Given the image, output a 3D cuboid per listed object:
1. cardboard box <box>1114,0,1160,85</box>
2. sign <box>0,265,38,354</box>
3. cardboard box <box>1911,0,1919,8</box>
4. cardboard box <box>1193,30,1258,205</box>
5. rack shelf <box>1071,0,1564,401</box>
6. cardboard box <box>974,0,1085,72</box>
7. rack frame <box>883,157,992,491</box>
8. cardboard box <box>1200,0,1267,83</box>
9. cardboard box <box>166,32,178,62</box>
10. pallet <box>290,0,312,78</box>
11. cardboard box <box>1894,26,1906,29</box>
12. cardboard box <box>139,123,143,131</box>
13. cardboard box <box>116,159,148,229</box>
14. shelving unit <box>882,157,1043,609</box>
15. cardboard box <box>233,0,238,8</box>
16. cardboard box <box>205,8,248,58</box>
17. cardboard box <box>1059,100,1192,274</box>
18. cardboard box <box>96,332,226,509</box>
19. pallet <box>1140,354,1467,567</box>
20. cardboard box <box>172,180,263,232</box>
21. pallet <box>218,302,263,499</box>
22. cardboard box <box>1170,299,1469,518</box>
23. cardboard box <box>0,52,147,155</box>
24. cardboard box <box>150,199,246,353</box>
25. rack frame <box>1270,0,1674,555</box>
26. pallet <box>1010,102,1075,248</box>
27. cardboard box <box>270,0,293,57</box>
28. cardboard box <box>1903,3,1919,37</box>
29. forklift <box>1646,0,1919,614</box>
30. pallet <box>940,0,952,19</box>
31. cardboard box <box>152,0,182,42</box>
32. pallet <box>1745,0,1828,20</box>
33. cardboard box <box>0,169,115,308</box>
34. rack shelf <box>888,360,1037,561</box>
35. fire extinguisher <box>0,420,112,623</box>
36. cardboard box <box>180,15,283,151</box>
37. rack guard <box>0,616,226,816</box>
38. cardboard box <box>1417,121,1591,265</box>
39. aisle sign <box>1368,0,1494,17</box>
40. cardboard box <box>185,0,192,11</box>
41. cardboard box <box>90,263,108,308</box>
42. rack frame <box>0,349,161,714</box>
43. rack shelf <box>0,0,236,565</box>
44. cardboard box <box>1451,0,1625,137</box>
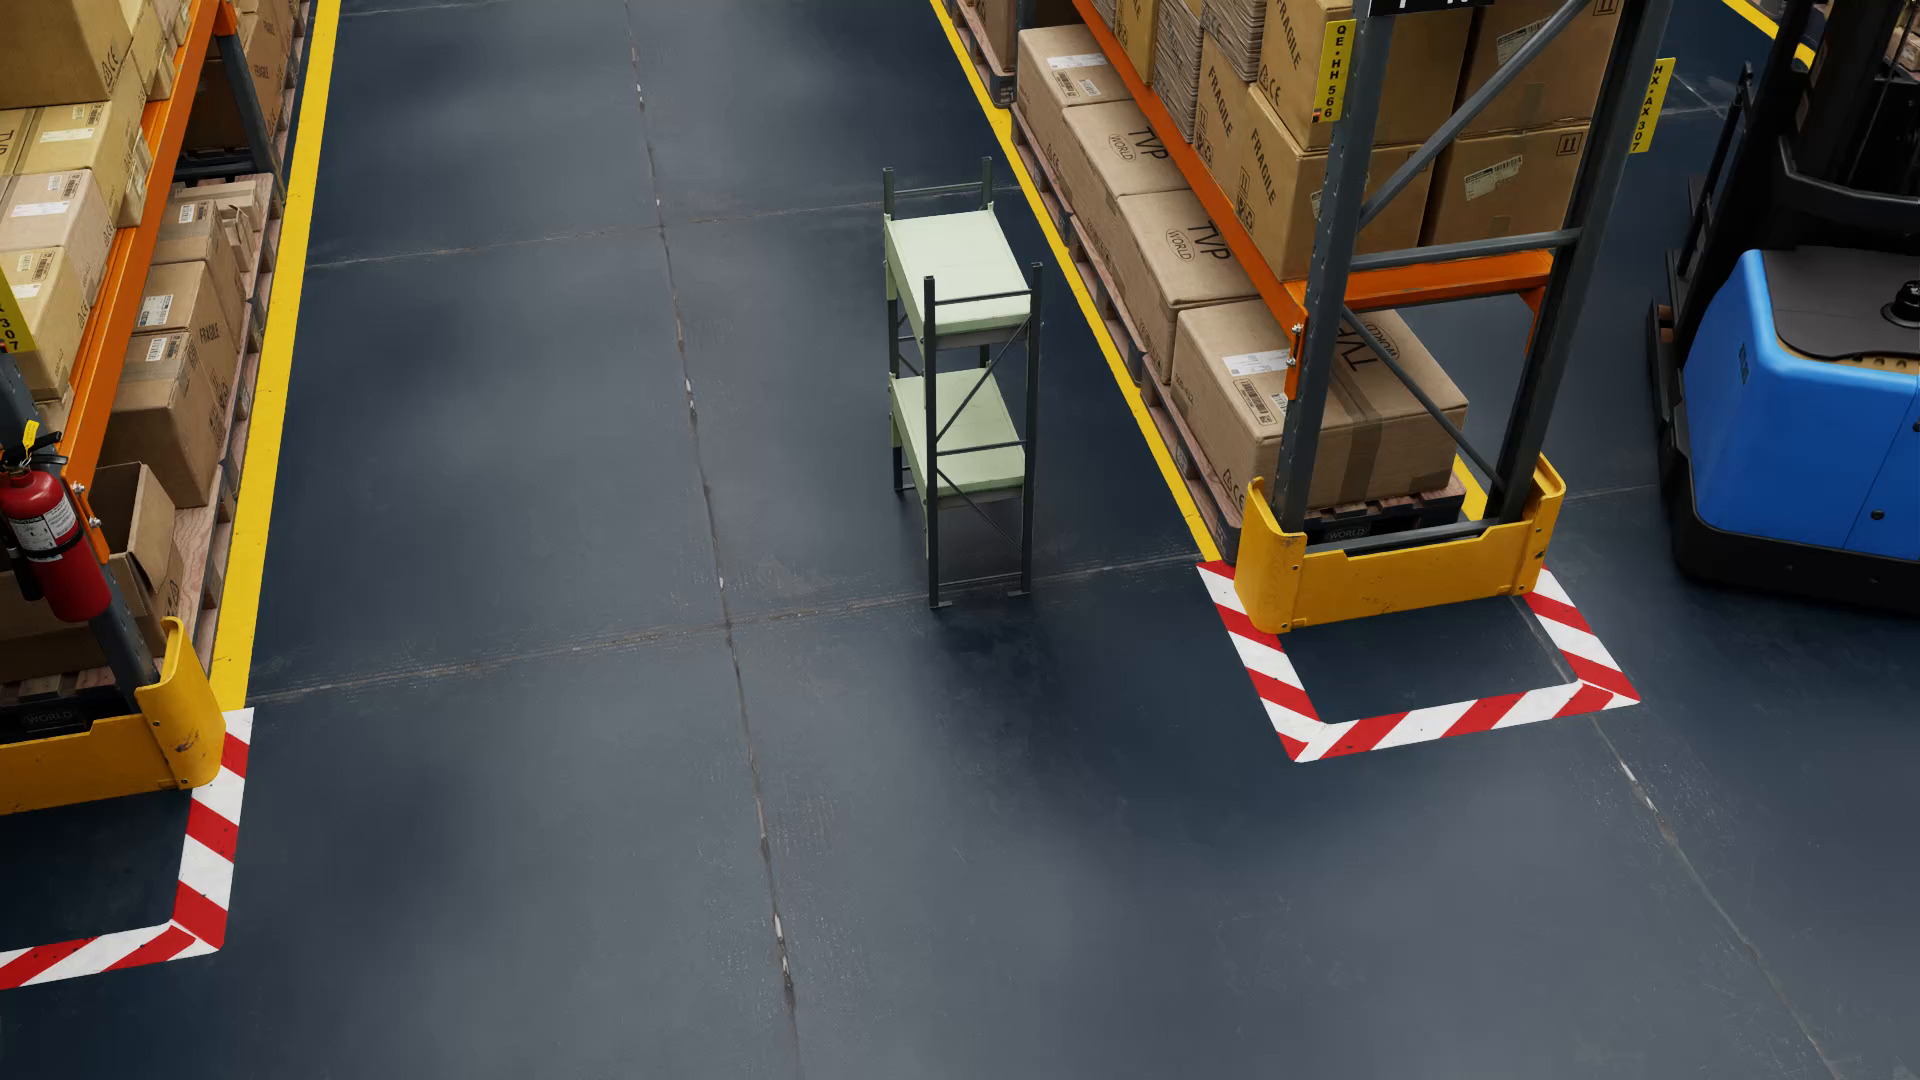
[{"bbox_3d":[0.967,-2.268,6.971,0.500,0.500,0.500,-7,42,-8],"label":"cardboard box"},{"bbox_3d":[-2.649,-0.652,4.573,0.100,0.325,0.005,-8,42,-9],"label":"sign"},{"bbox_3d":[5.592,-3.048,9.307,0.380,0.149,0.250,-9,42,-10],"label":"cardboard box"},{"bbox_3d":[1.211,-1.603,6.222,0.500,0.500,0.500,-9,42,-10],"label":"cardboard box"},{"bbox_3d":[1.236,-1.991,7.276,1.077,0.370,4.000,-8,42,-9],"label":"rack shelf"},{"bbox_3d":[0.592,-3.310,9.503,0.875,0.875,0.875,-7,42,-8],"label":"cardboard box"},{"bbox_3d":[-0.080,-0.802,6.524,0.400,1.500,0.023,-8,42,-9],"label":"rack frame"},{"bbox_3d":[1.189,-1.988,5.902,0.500,0.500,0.500,-8,42,-9],"label":"cardboard box"},{"bbox_3d":[-3.539,-2.074,7.016,0.380,0.149,0.250,-7,42,-8],"label":"cardboard box"},{"bbox_3d":[-4.521,-3.114,10.099,1.003,0.211,1.213,-8,42,-9],"label":"pallet"},{"bbox_3d":[5.438,-2.968,9.665,0.380,0.149,0.250,-7,42,-8],"label":"cardboard box"},{"bbox_3d":[-3.411,-1.576,6.455,0.380,0.149,0.250,-8,42,-9],"label":"cardboard box"},{"bbox_3d":[-3.211,-1.251,6.089,0.380,0.149,0.250,-9,42,-11],"label":"cardboard box"},{"bbox_3d":[-0.001,-0.565,6.257,0.431,1.500,0.755,-8,42,-9],"label":"shelving unit"},{"bbox_3d":[-4.061,-2.912,8.849,0.380,0.149,0.250,-10,43,-12],"label":"cardboard box"},{"bbox_3d":[-3.859,-2.578,8.473,0.380,0.149,0.250,-6,42,-7],"label":"cardboard box"},{"bbox_3d":[1.029,-1.753,8.079,0.875,0.438,0.875,-10,42,-11],"label":"cardboard box"},{"bbox_3d":[-3.364,-0.442,6.555,0.700,0.500,0.500,-7,42,-8],"label":"cardboard box"},{"bbox_3d":[1.418,-0.428,7.073,1.003,0.211,1.213,-8,42,-9],"label":"pallet"},{"bbox_3d":[-3.635,-1.615,8.141,0.380,0.149,0.250,-10,42,-11],"label":"cardboard box"},{"bbox_3d":[-3.628,-0.562,7.225,1.003,0.211,1.213,-8,42,-9],"label":"pallet"},{"bbox_3d":[1.427,-0.576,6.753,0.875,0.438,0.875,-10,43,-11],"label":"cardboard box"},{"bbox_3d":[-3.366,-1.621,6.206,0.500,0.250,0.500,-9,42,-10],"label":"cardboard box"},{"bbox_3d":[-3.588,-1.115,7.313,0.700,0.500,0.500,-10,43,-11],"label":"cardboard box"},{"bbox_3d":[1.667,-0.964,5.576,1.000,3.000,0.127,-8,42,-9],"label":"rack frame"},{"bbox_3d":[0.892,-2.010,8.855,1.003,0.211,1.213,-8,42,-9],"label":"pallet"},{"bbox_3d":[-4.154,-3.079,9.526,0.500,0.500,0.500,-10,42,-11],"label":"cardboard box"},{"bbox_3d":[5.611,-2.949,9.420,0.380,0.149,0.250,-9,42,-10],"label":"cardboard box"},{"bbox_3d":[3.696,-1.792,6.561,1.130,2.935,3.031,10,43,11],"label":"forklift"},{"bbox_3d":[0.297,-3.796,10.867,1.003,0.211,1.213,-8,42,-9],"label":"pallet"},{"bbox_3d":[-3.571,-2.280,6.948,0.500,0.250,0.500,-8,42,-9],"label":"cardboard box"},{"bbox_3d":[5.446,-3.793,10.864,1.003,0.211,1.213,-8,42,-9],"label":"pallet"},{"bbox_3d":[-3.122,-0.965,5.466,0.500,0.250,0.500,-8,42,-9],"label":"cardboard box"},{"bbox_3d":[-0.001,-0.321,6.473,0.431,0.370,0.720,-8,42,-9],"label":"rack shelf"},{"bbox_3d":[-2.695,-0.053,4.889,0.296,0.674,0.183,-8,42,-9],"label":"fire extinguisher"},{"bbox_3d":[-3.926,-2.411,8.773,0.500,0.500,0.500,-7,42,-7],"label":"cardboard box"},{"bbox_3d":[-3.195,0.635,5.658,1.175,0.500,0.348,-8,42,-9],"label":"rack guard"},{"bbox_3d":[1.844,-1.353,5.940,0.500,0.500,0.500,-9,42,-10],"label":"cardboard box"},{"bbox_3d":[1.380,-1.845,4.611,0.394,0.787,0.004,-8,42,-9],"label":"aisle sign"},{"bbox_3d":[-3.649,-2.413,7.398,0.380,0.149,0.250,-7,42,-8],"label":"cardboard box"},{"bbox_3d":[-3.167,-0.905,5.699,0.380,0.149,0.250,-7,42,-8],"label":"cardboard box"},{"bbox_3d":[-3.178,-0.250,4.772,1.000,3.000,0.127,-8,42,-9],"label":"rack frame"},{"bbox_3d":[-3.610,-1.278,6.472,1.077,0.370,4.000,-8,42,-9],"label":"rack shelf"},{"bbox_3d":[1.842,-1.727,5.608,0.500,0.500,0.500,-9,42,-10],"label":"cardboard box"}]
